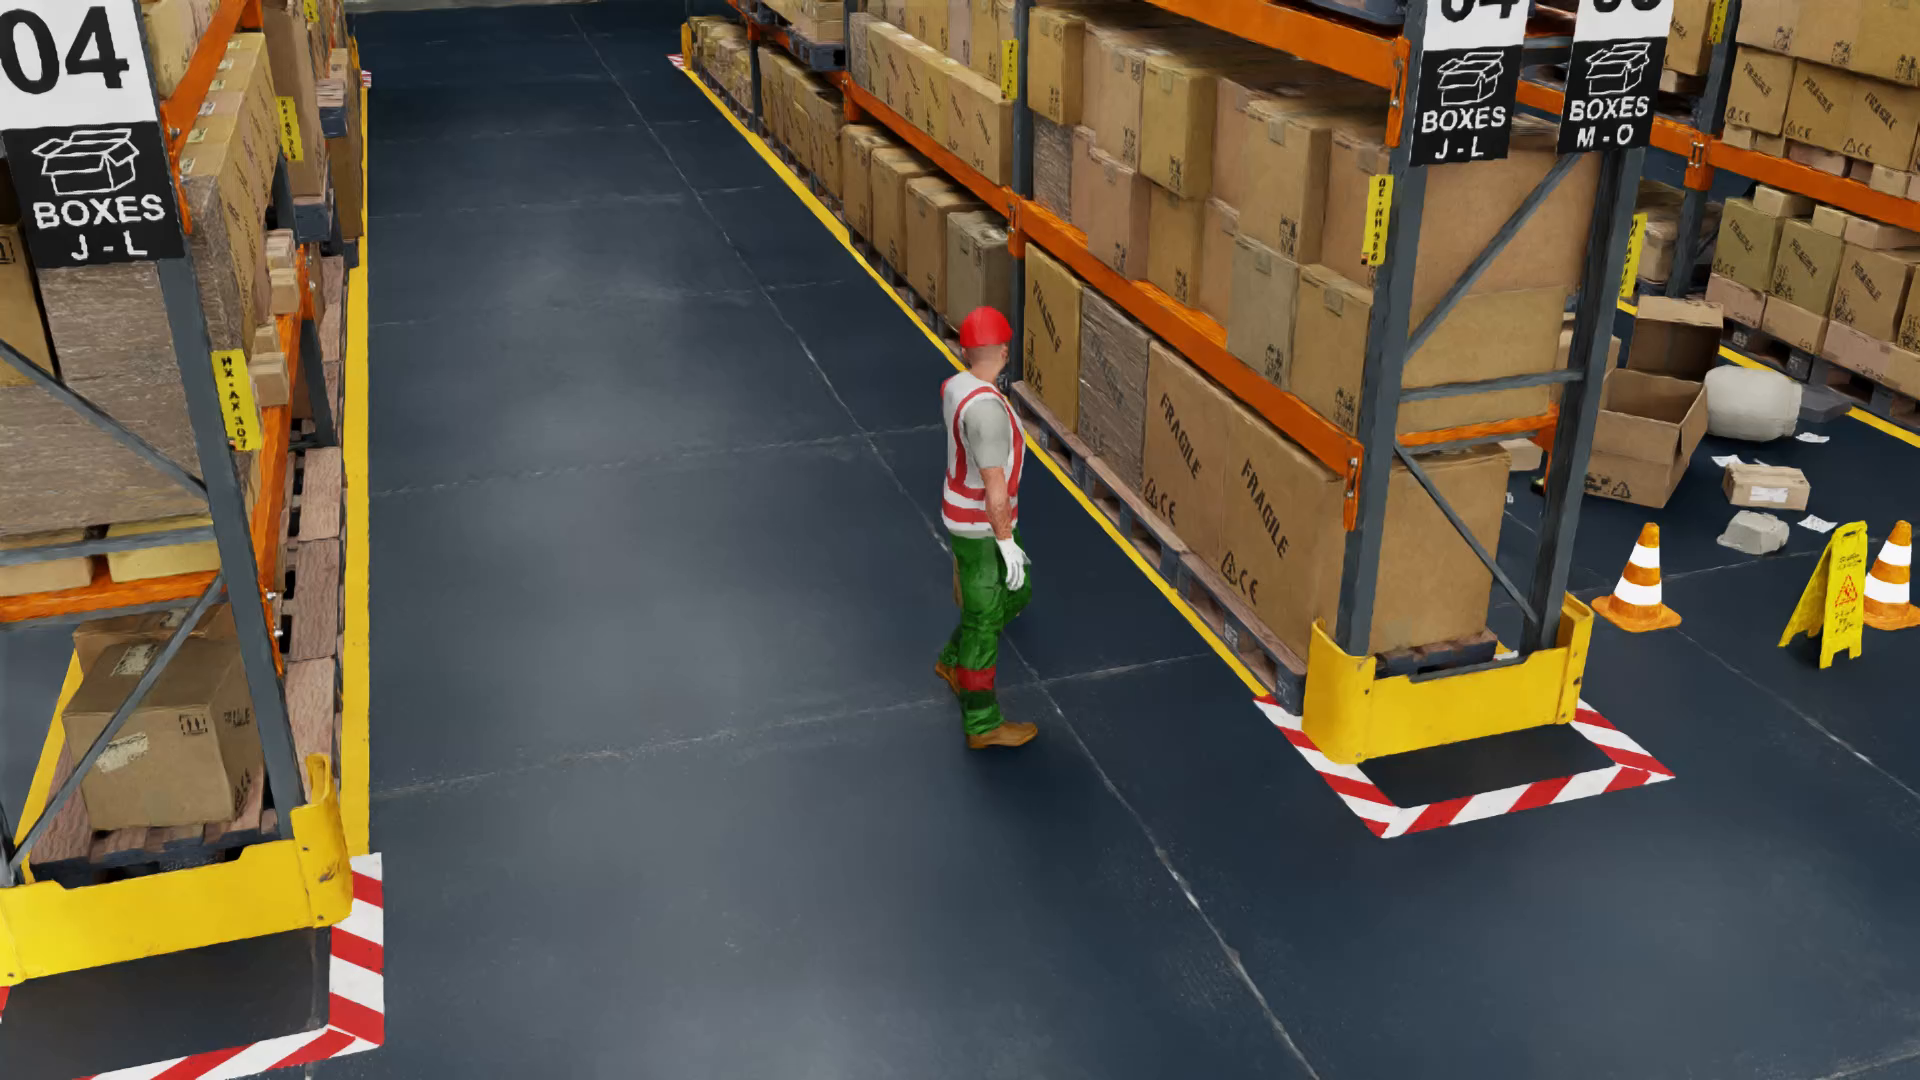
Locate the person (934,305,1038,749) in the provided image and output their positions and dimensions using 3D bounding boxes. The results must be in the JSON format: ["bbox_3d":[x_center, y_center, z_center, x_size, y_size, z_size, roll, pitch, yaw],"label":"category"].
[{"bbox_3d":[0.106,-0.055,6.701,0.428,1.768,0.640,0,26,-1],"label":"person"}]
